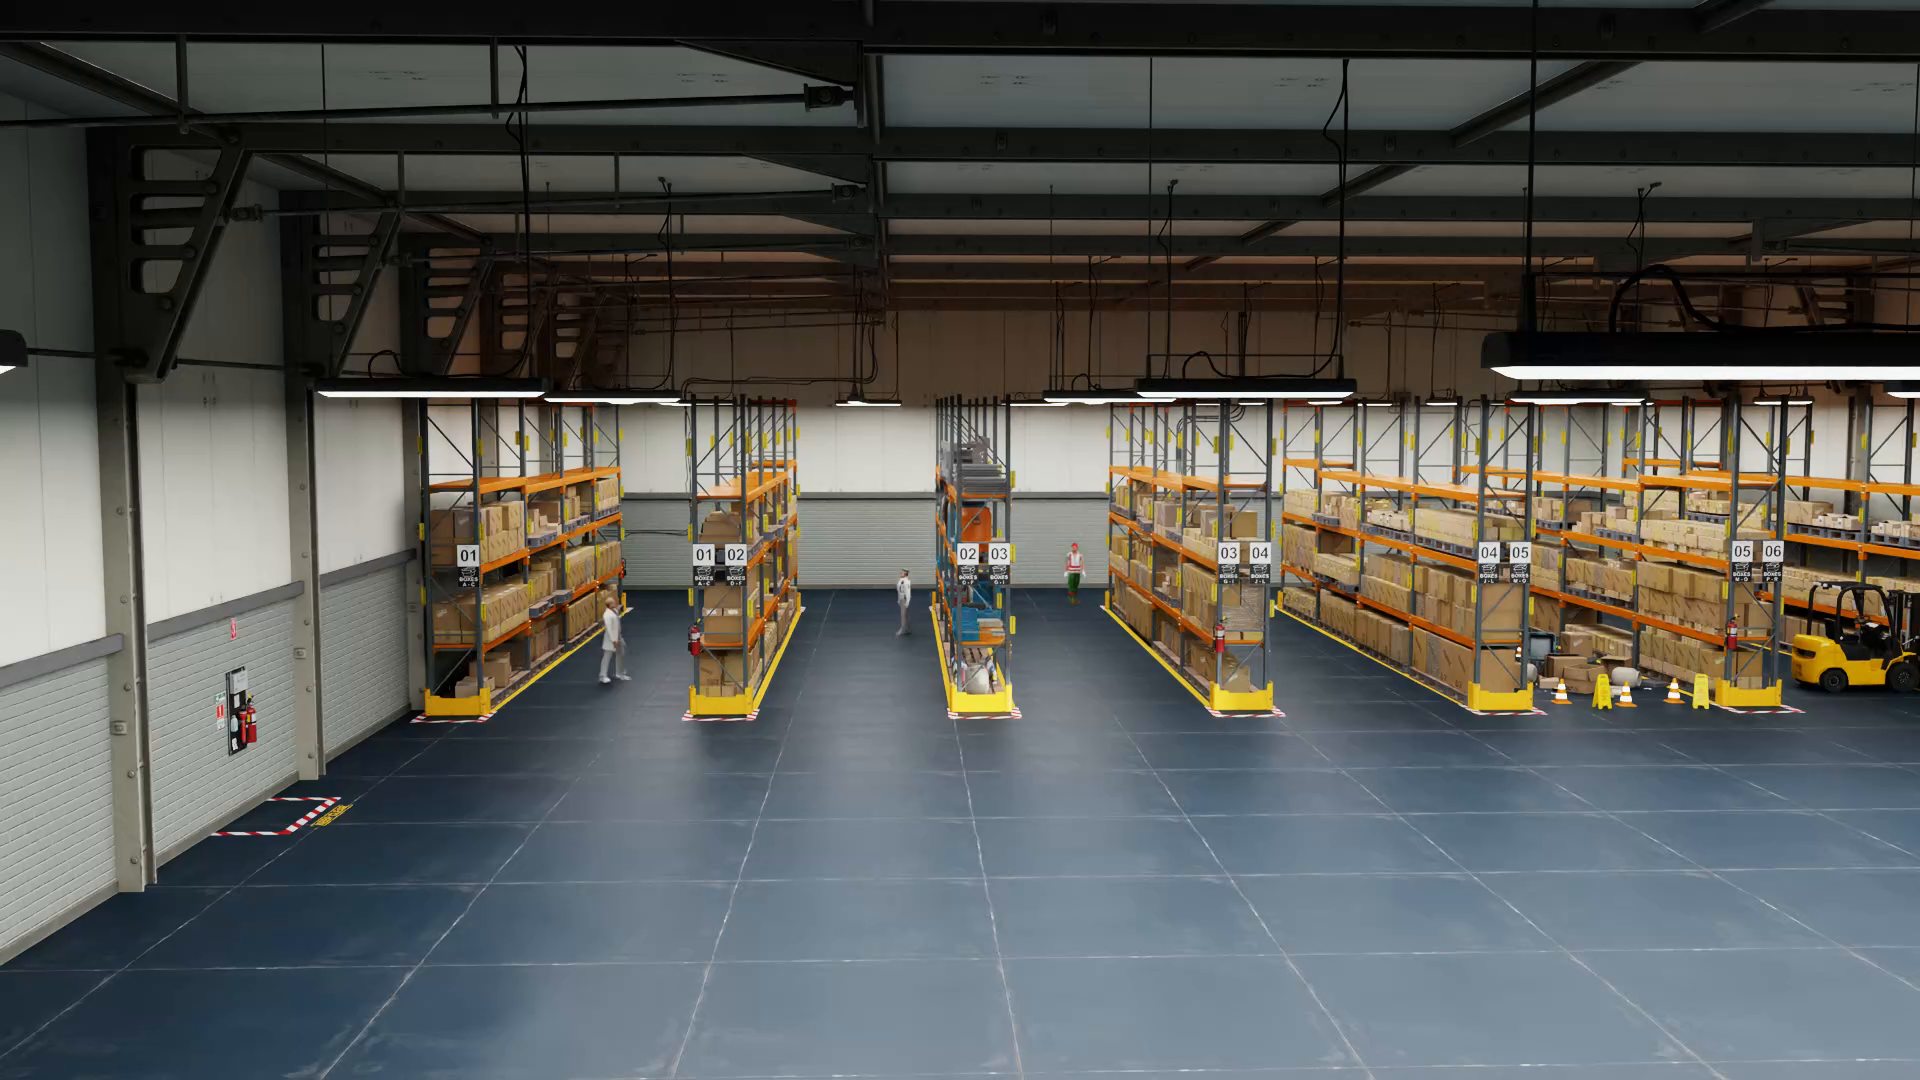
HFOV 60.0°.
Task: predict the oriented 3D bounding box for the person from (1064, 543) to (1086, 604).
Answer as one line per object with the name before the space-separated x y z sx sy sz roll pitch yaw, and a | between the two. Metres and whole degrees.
person | 3.387 0.981 48.907 0.560 1.792 0.466 -2 5 -25

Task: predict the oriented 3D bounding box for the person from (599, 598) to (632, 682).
person | -7.287 2.107 34.953 0.548 1.823 0.691 1 5 14

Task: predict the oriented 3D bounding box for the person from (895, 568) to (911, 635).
person | -1.498 1.555 42.450 0.495 1.697 0.531 -2 5 -23

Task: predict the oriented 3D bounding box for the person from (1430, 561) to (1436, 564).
person | 12.659 1.397 44.678 0.360 1.645 0.506 1 5 8
